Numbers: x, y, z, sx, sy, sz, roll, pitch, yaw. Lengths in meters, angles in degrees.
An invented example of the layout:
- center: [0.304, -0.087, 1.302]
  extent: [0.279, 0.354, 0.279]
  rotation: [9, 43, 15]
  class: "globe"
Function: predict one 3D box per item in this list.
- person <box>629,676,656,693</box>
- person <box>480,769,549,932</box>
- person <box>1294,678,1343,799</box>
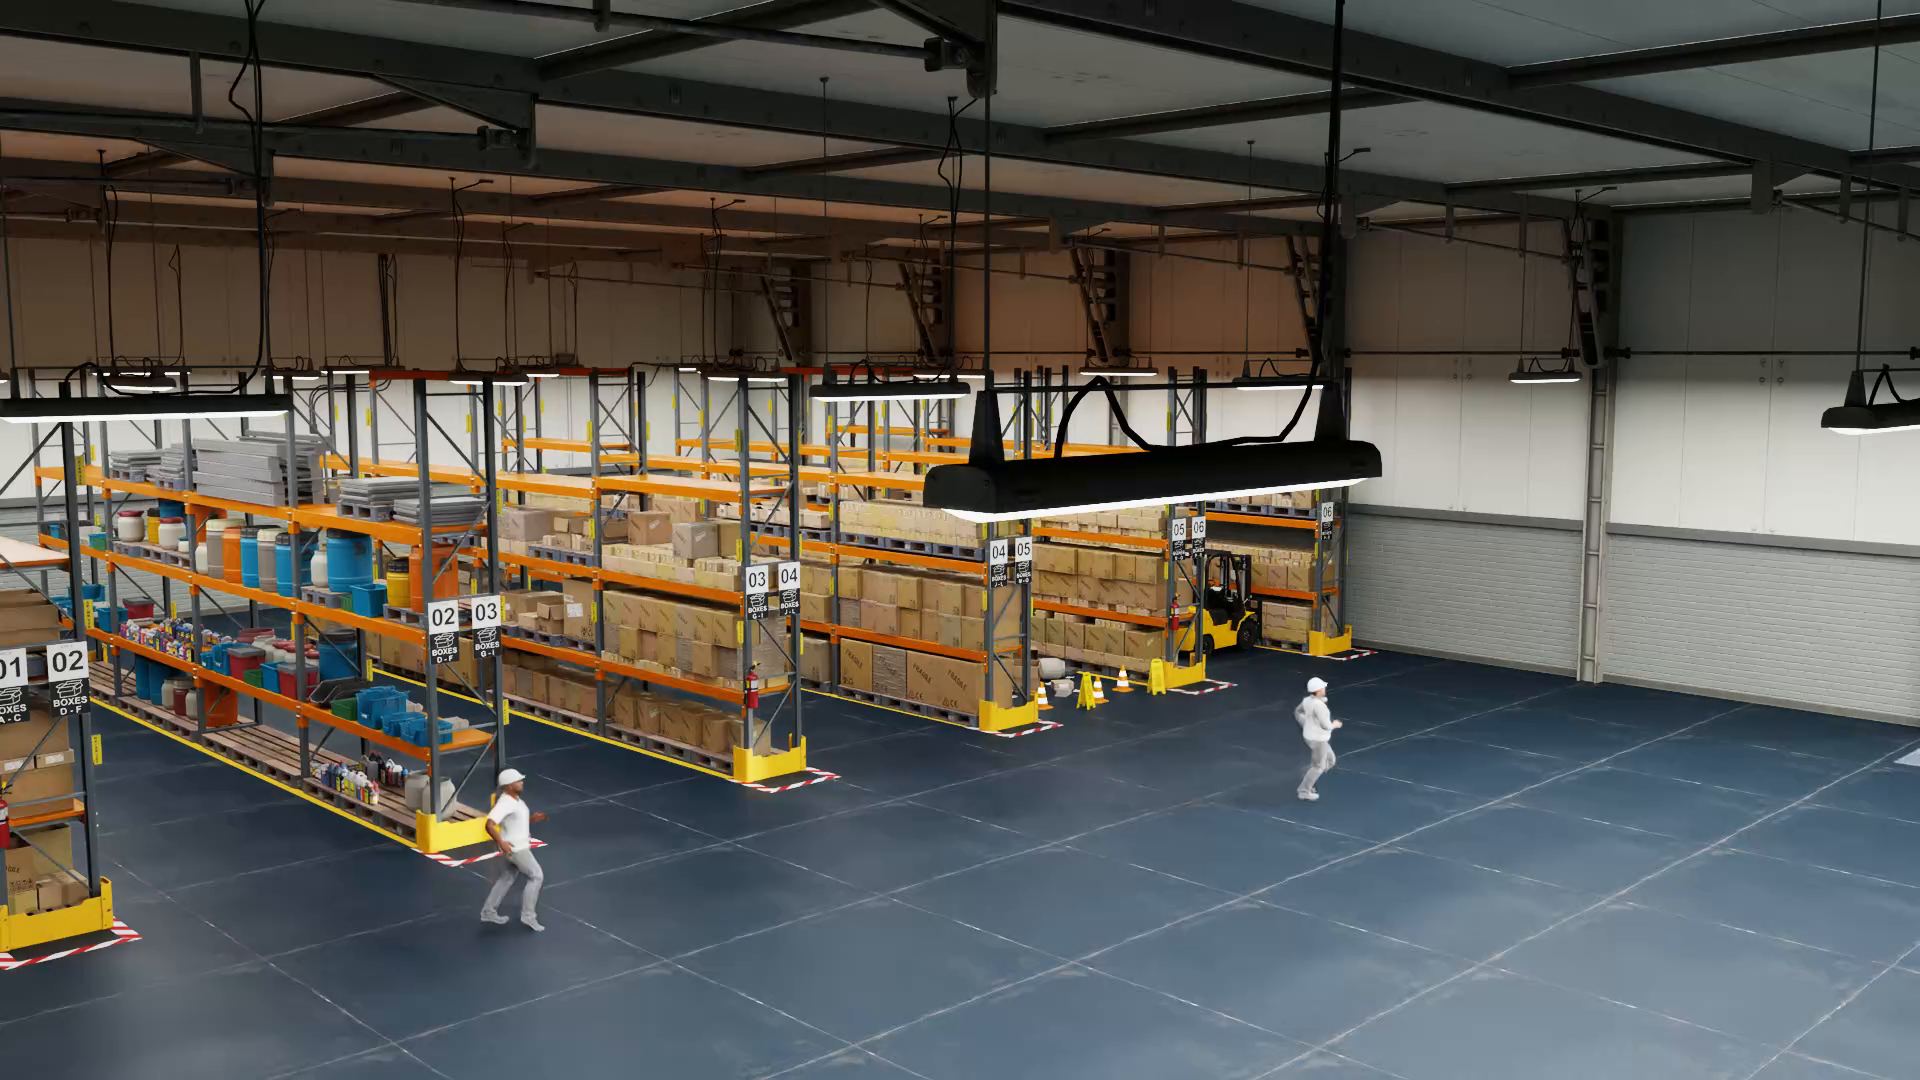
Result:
- center: [-5.952, 2.009, 30.938]
  extent: [0.831, 1.664, 0.588]
  rotation: [5, 8, 39]
  class: "person"
- center: [-4.881, 3.407, 18.217]
  extent: [0.764, 1.827, 0.674]
  rotation: [-2, 7, -19]
  class: "person"
- center: [5.090, 2.799, 23.544]
  extent: [0.641, 1.734, 0.637]
  rotation: [-1, 6, -5]
  class: "person"
